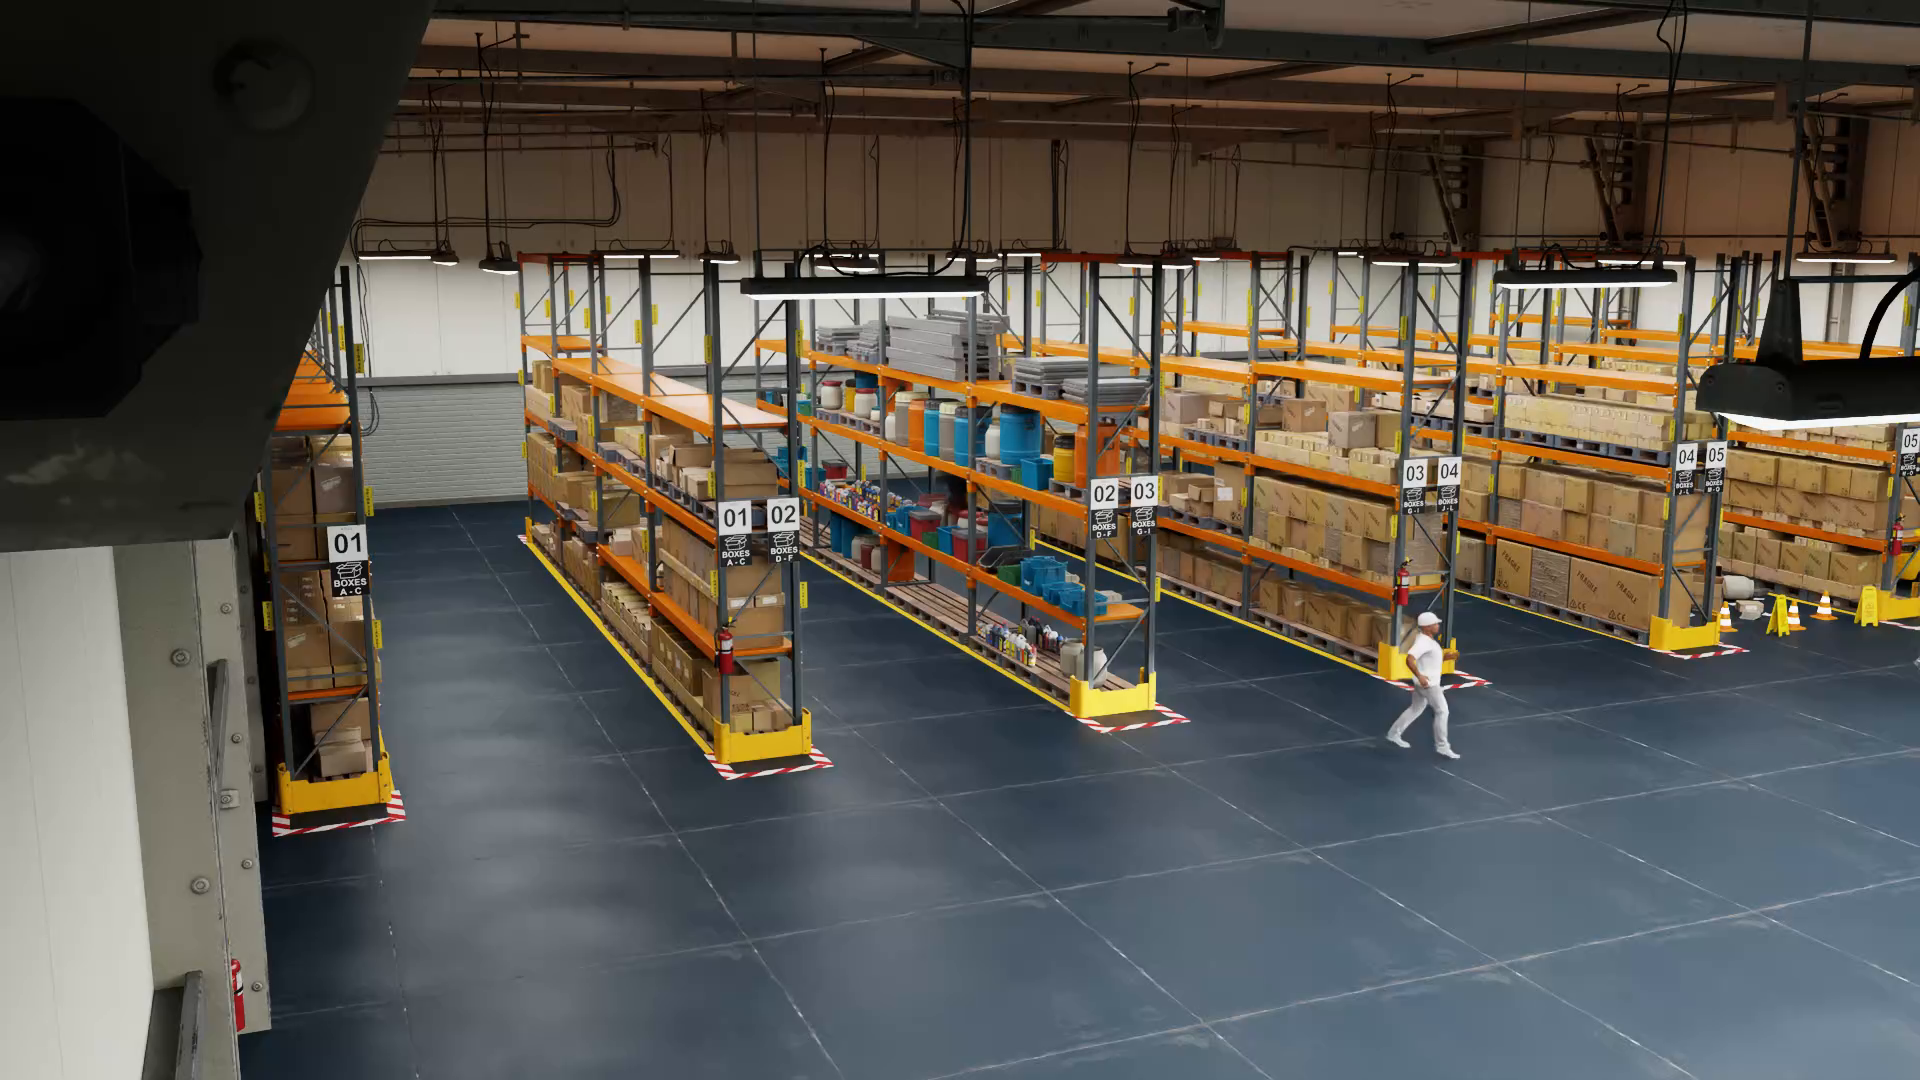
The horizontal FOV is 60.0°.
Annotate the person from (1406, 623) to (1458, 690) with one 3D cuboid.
[{"bbox_3d":[5.745,1.342,20.283,0.677,0.855,0.682,1,10,7],"label":"person"}]

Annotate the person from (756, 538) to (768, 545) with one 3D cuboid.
[{"bbox_3d":[-3.449,-0.091,29.411,0.489,1.480,0.737,-6,12,-30],"label":"person"}]
